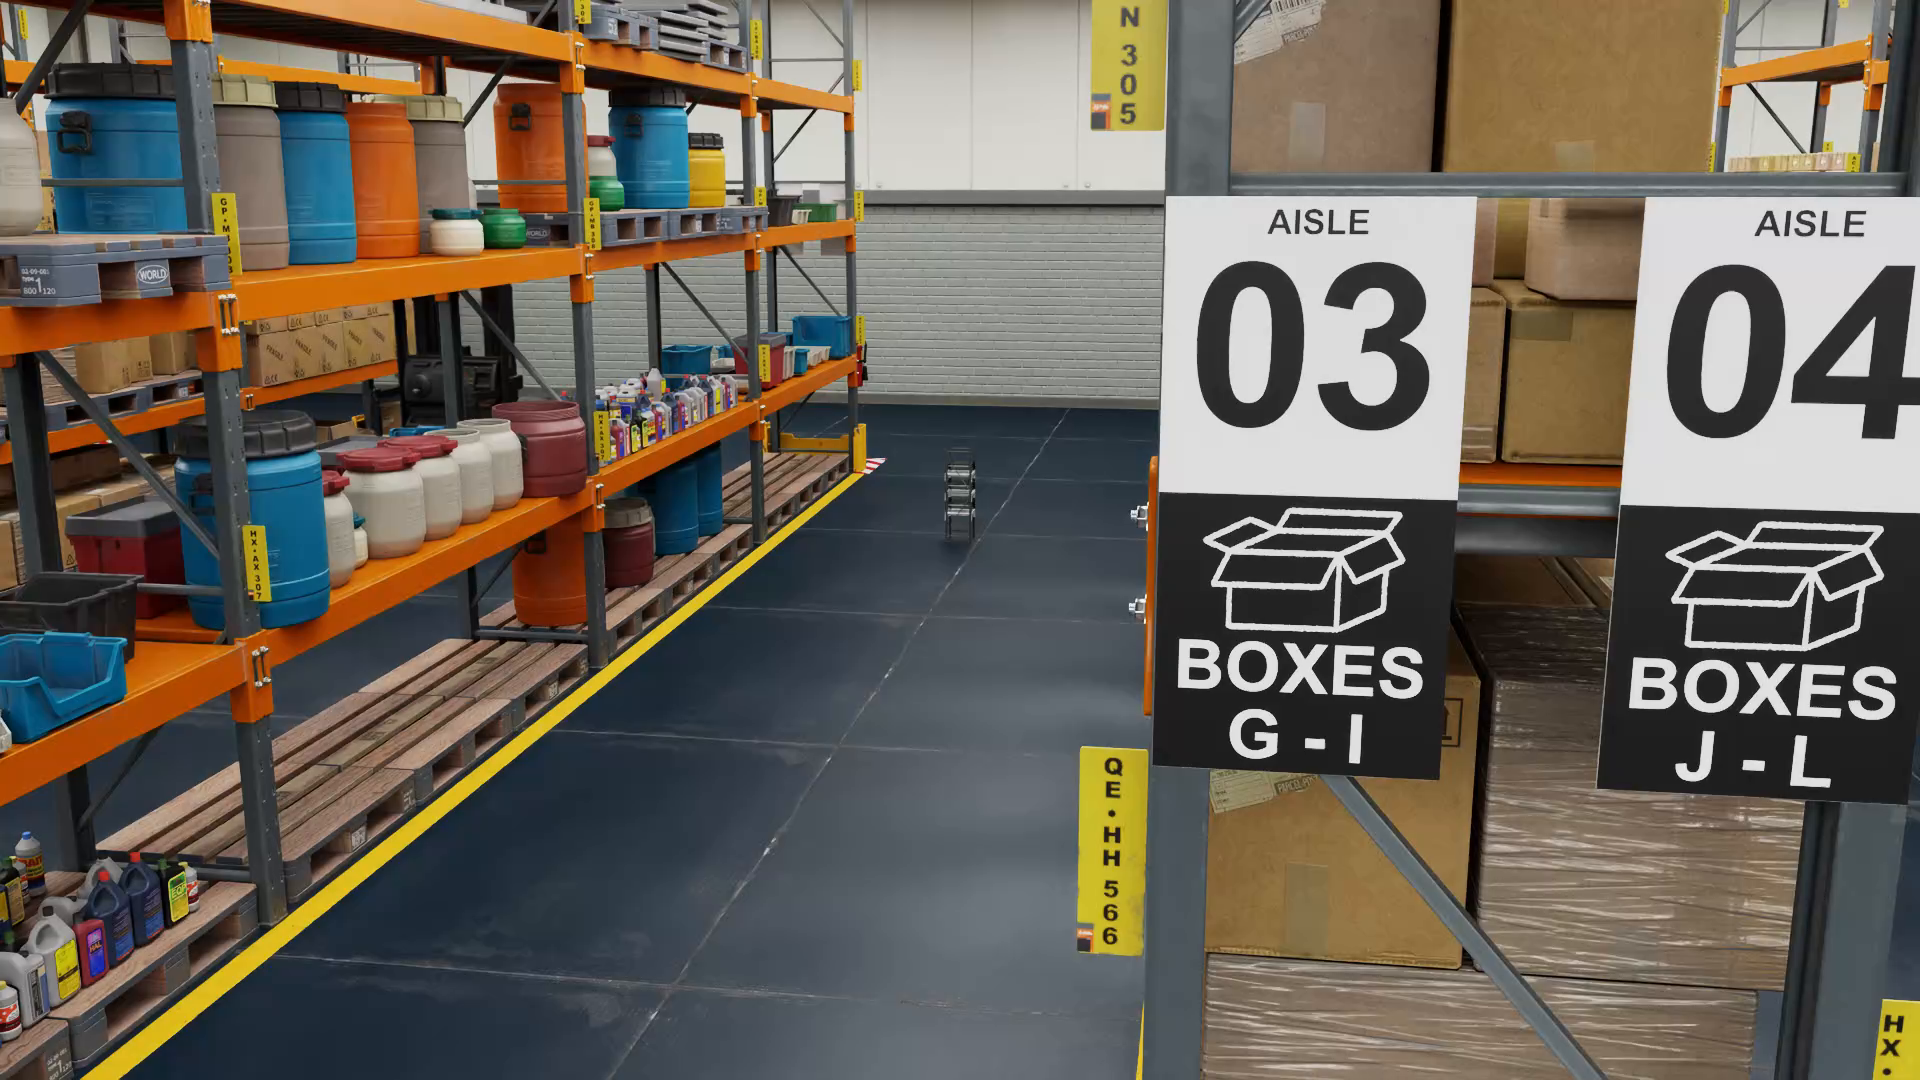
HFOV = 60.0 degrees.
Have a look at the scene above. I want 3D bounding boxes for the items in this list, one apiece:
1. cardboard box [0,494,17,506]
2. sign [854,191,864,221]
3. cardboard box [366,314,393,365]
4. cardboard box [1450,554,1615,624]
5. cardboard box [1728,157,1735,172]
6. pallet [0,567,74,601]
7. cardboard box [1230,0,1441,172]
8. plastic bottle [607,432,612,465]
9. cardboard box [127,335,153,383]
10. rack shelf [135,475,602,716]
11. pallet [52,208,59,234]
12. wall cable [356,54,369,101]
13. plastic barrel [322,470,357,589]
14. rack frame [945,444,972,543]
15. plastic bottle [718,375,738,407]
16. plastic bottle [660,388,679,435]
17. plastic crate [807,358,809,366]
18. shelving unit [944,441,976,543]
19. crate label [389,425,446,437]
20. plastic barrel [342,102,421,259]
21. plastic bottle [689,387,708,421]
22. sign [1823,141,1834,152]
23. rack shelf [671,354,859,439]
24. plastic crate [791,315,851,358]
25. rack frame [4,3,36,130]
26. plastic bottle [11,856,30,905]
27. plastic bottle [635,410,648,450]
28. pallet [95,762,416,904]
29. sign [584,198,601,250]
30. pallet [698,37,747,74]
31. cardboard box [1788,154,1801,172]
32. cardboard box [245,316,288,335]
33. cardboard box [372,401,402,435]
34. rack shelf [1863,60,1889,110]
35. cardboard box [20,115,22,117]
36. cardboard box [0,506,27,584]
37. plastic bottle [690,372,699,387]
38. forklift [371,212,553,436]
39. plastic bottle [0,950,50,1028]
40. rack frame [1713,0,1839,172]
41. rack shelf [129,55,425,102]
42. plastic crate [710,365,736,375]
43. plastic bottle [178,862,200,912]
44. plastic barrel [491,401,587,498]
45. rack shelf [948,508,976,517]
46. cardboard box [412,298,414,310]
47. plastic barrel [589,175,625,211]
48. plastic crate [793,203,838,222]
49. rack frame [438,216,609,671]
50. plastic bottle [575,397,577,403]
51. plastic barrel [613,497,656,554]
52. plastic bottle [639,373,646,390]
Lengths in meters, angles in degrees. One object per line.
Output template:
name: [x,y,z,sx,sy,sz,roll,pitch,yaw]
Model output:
cardboard box: [-7.794,-0.083,13.402,0.500,0.500,0.500,1,12,7]
sign: [-1.115,-3.684,18.354,0.100,0.325,0.005,2,12,9]
cardboard box: [-6.514,-2.180,18.007,0.500,0.500,0.500,2,12,9]
cardboard box: [1.210,0.315,3.351,0.500,0.500,0.500,2,12,9]
cardboard box: [7.843,-3.714,16.464,0.380,0.149,0.250,2,12,8]
pallet: [-7.634,0.430,12.756,1.003,0.211,1.213,2,12,9]
cardboard box: [0.760,-1.028,3.651,0.500,0.500,0.500,2,12,9]
plastic bottle: [-2.461,-0.658,11.489,0.097,0.271,0.097,0,12,0]
cardboard box: [-7.508,-1.630,14.458,0.700,0.500,0.500,4,13,18]
rack shelf: [-3.199,0.150,9.142,1.077,0.370,4.000,2,12,9]
pallet: [-7.497,-2.637,13.693,1.213,0.211,1.003,2,12,9]
wall cable: [-7.555,-7.566,24.381,3.097,2.526,0.112,2,12,9]
plastic barrel: [-3.143,-0.044,8.012,0.433,0.535,0.433,0,12,0]
rack frame: [-0.014,-0.420,15.065,0.240,0.900,0.006,2,12,9]
plastic bottle: [-2.018,-1.298,14.446,0.152,0.276,0.135,2,12,9]
plastic bottle: [-2.264,-0.996,12.866,0.144,0.351,0.185,2,12,9]
plastic crate: [-1.713,-1.827,17.093,0.298,0.136,0.250,2,12,9]
shelving unit: [0.001,-0.442,15.163,0.258,0.900,0.210,2,12,9]
crate label: [-3.312,-0.437,10.076,0.502,0.435,0.616,2,12,9]
plastic barrel: [-3.333,-1.994,9.245,0.600,0.830,0.708,2,12,9]
plastic bottle: [-2.152,-1.117,13.606,0.152,0.276,0.135,2,12,9]
sign: [8.663,-3.818,16.626,0.100,0.325,0.005,2,12,9]
rack shelf: [-1.969,-1.516,16.870,1.077,0.370,4.000,2,12,9]
plastic crate: [-1.528,-2.254,18.364,0.616,0.435,0.499,2,12,9]
rack frame: [-11.451,-5.537,19.583,1.000,3.000,0.127,2,12,9]
plastic bottle: [-4.005,1.441,7.043,0.097,0.201,0.097,0,12,0]
plastic bottle: [-2.334,-0.812,12.172,0.061,0.283,0.133,2,12,9]
pallet: [-3.425,1.413,8.193,1.003,0.211,1.213,2,12,9]
sign: [-2.347,-2.017,10.618,0.100,0.325,0.005,2,12,9]
pallet: [-2.374,-3.922,13.488,1.003,0.211,1.213,2,12,9]
cardboard box: [7.454,-3.285,14.476,0.380,0.149,0.250,2,12,8]
cardboard box: [-6.820,-2.239,15.907,0.500,0.500,0.500,2,12,10]
cardboard box: [-6.396,-1.317,19.129,0.500,0.500,0.500,2,12,9]
rack shelf: [7.195,-3.078,10.828,1.077,0.370,4.000,2,12,9]
cardboard box: [-7.555,-3.086,12.721,0.500,0.500,0.500,2,12,9]
cardboard box: [-7.358,0.033,12.867,0.500,0.500,0.500,1,12,7]
plastic bottle: [-2.237,-1.229,13.952,0.144,0.351,0.185,2,12,9]
forklift: [-4.795,-1.513,15.314,1.130,2.935,3.031,3,12,12]
plastic bottle: [-3.429,1.615,6.056,0.152,0.276,0.135,2,12,10]
rack frame: [8.118,-4.874,16.506,1.000,3.000,0.127,2,12,9]
rack shelf: [-6.863,-4.608,16.986,1.077,0.370,4.000,2,12,9]
plastic crate: [-2.370,-1.587,16.006,0.437,0.125,0.590,2,12,9]
plastic bottle: [-3.255,1.453,6.986,0.097,0.201,0.097,0,12,0]
plastic barrel: [-2.664,-0.578,10.490,0.600,0.536,0.708,2,12,9]
rack shelf: [0.001,-0.233,15.208,0.258,0.077,0.200,2,12,9]
cardboard box: [-6.352,-2.881,18.887,0.500,0.500,0.500,2,12,8]
plastic barrel: [-2.502,-2.427,11.643,0.294,0.245,0.294,0,12,0]
plastic crate: [-1.531,-3.432,17.437,0.450,0.188,0.336,2,12,9]
rack frame: [-2.892,-0.618,10.998,1.000,3.000,0.127,2,12,9]
plastic bottle: [-2.966,-0.961,12.868,0.061,0.283,0.133,2,12,9]
plastic barrel: [-2.661,-0.065,13.341,0.421,0.512,0.421,0,12,0]
plastic bottle: [-2.775,-1.304,14.456,0.061,0.283,0.133,2,12,9]
